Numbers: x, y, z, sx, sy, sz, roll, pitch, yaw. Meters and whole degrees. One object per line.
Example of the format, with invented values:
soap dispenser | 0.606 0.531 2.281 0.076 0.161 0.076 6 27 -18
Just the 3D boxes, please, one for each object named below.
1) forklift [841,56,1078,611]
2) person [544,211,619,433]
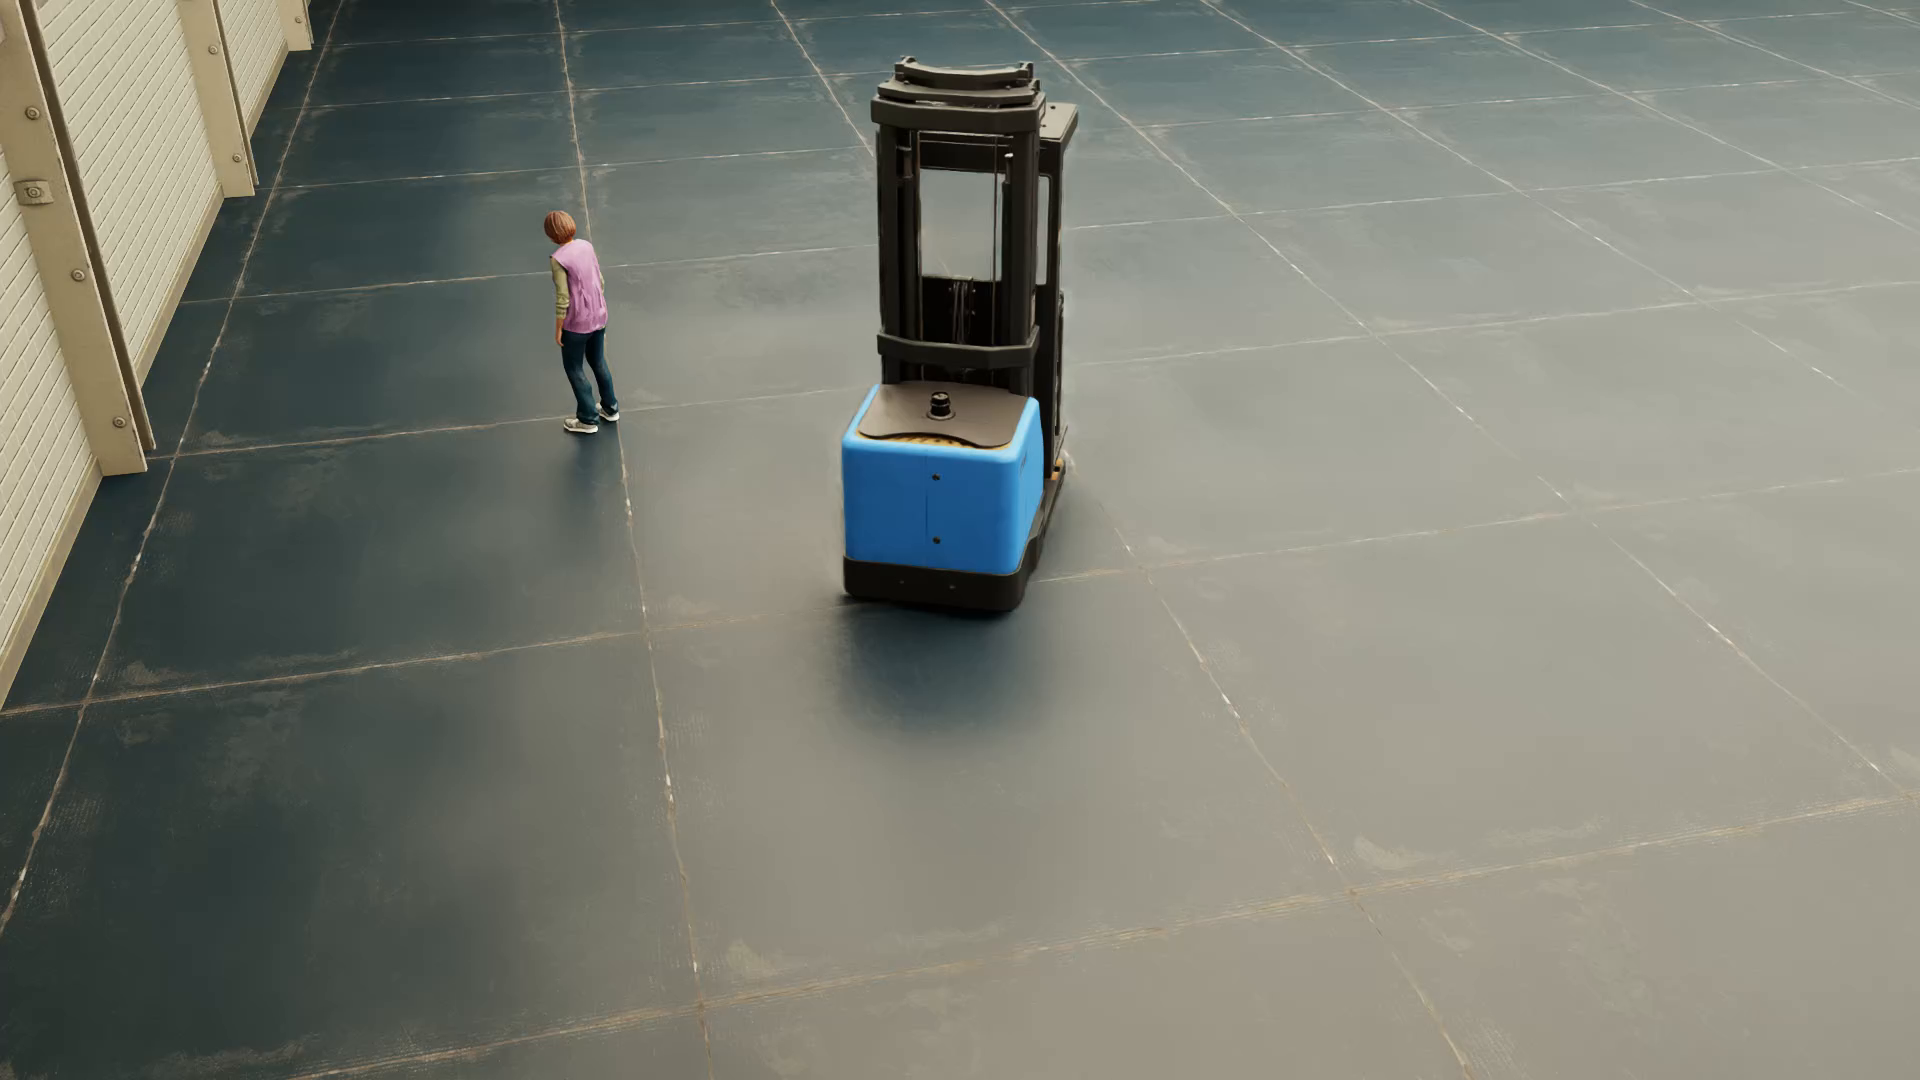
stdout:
forklift | 0.102 -1.580 10.304 1.130 2.935 3.031 6 31 10
person | -2.623 -1.505 11.513 0.346 1.591 0.480 16 34 26
